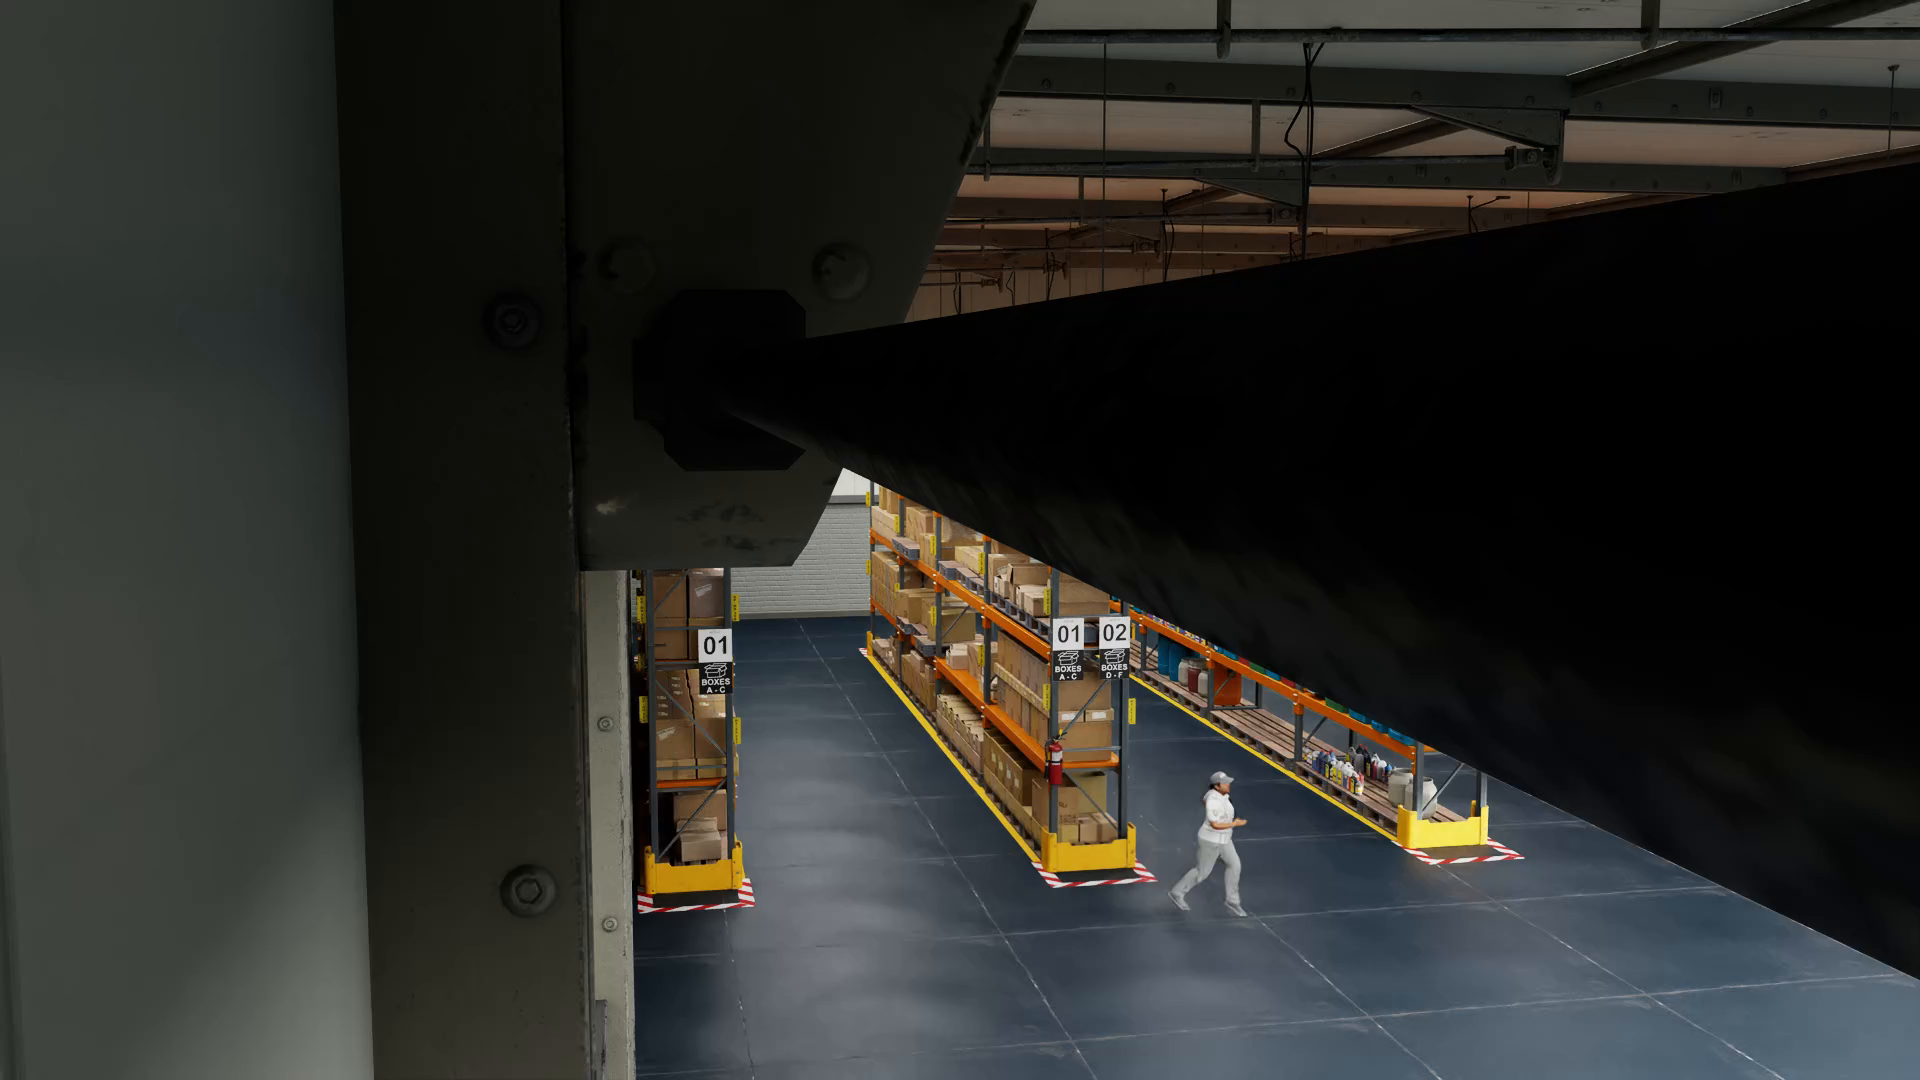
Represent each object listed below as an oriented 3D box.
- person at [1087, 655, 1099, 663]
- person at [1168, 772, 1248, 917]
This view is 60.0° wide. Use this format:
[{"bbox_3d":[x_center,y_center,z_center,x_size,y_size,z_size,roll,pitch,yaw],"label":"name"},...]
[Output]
[{"bbox_3d":[2.262,2.351,29.960,0.627,1.784,0.771,-2,6,-15],"label":"person"},{"bbox_3d":[2.889,3.507,19.237,0.887,1.714,0.613,3,7,23],"label":"person"}]
